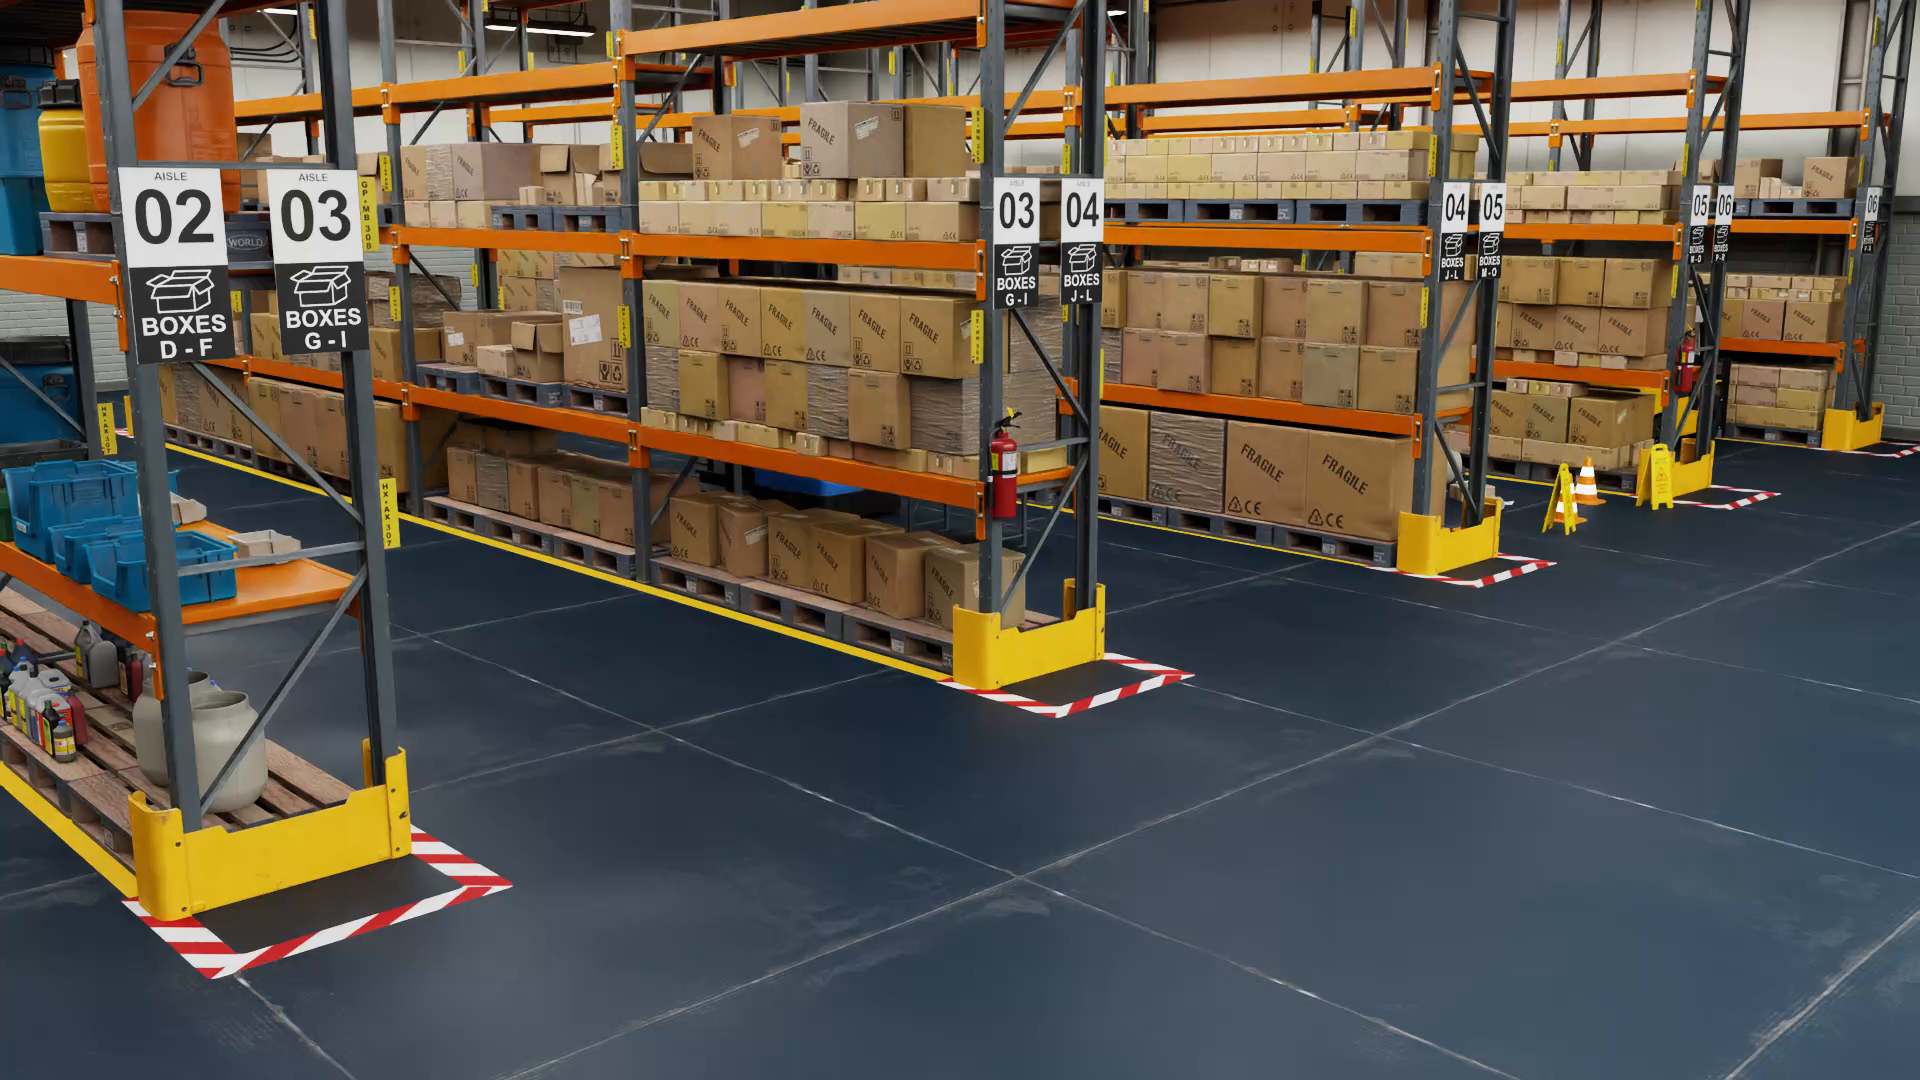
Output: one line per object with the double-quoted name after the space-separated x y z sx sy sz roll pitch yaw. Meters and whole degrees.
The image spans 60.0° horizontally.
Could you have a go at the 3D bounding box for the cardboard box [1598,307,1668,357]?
7.115 -2.217 17.592 0.500 0.500 0.500 -11 16 -44 "cardboard box"

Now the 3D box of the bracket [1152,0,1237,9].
4.982 -8.865 27.057 0.076 0.066 4.783 -11 16 -43 "bracket"

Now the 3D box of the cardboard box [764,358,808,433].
-0.921 -1.089 12.118 0.875 0.500 0.500 -11 16 -43 "cardboard box"

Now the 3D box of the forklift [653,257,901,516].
-1.996 -1.822 16.830 3.031 2.935 1.130 11 16 43 "forklift"

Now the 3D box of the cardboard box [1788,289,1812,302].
10.637 -3.085 20.935 0.380 0.149 0.250 -11 16 -42 "cardboard box"

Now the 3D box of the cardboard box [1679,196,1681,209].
7.535 -3.633 17.653 0.500 0.250 0.500 -11 16 -44 "cardboard box"

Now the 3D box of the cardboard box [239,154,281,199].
-8.349 -4.230 19.380 0.500 0.500 0.700 11 16 42 "cardboard box"

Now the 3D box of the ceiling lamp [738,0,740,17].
-3.307 -10.873 31.257 2.000 3.185 0.800 -11 16 -43 "ceiling lamp"

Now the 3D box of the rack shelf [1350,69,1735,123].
6.308 -4.858 18.318 1.077 0.370 4.000 -11 16 -43 "rack shelf"

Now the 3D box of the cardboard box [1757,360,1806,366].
10.734 -2.191 21.748 0.500 0.250 0.500 -11 16 -42 "cardboard box"

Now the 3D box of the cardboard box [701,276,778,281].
-1.731 -1.841 13.291 0.500 0.500 0.500 -11 16 -43 "cardboard box"

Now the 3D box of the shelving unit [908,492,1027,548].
0.059 -0.722 15.038 0.538 1.500 1.048 -11 16 -43 "shelving unit"

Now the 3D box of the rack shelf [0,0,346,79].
-4.442 -2.592 8.305 1.077 0.370 4.000 -11 16 -43 "rack shelf"

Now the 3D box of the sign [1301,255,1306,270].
5.366 -4.293 25.978 0.100 0.325 0.005 -11 16 -43 "sign"

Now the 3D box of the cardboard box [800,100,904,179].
-0.732 -2.700 11.265 0.500 0.500 0.500 -11 16 -43 "cardboard box"

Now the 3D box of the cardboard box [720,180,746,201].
-1.512 -2.532 12.057 0.380 0.149 0.250 -11 16 -44 "cardboard box"

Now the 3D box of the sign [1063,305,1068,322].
1.031 -2.312 16.365 0.100 0.325 0.005 -11 16 -43 "sign"

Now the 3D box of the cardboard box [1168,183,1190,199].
2.126 -3.213 15.311 0.380 0.149 0.250 -11 16 -43 "cardboard box"

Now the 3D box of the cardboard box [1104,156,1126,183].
1.552 -3.546 15.942 0.500 0.250 0.500 -11 16 -42 "cardboard box"

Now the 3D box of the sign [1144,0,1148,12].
1.835 -5.408 16.490 0.100 0.325 0.005 -11 16 -43 "sign"

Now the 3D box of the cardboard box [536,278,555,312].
-5.686 -3.481 23.729 0.500 0.500 0.500 11 16 44 "cardboard box"

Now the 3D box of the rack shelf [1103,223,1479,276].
2.798 -2.686 15.201 1.077 0.370 4.000 -11 16 -43 "rack shelf"

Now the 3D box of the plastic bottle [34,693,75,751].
-4.800 0.961 8.813 0.152 0.276 0.135 -11 16 -42 "plastic bottle"

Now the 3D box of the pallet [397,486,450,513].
-5.493 -0.528 17.289 1.003 0.211 1.213 -11 16 -43 "pallet"

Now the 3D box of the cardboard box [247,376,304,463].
-7.309 -1.426 18.964 1.225 0.875 0.875 -11 16 -42 "cardboard box"

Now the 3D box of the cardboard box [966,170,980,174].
0.047 -3.766 17.594 0.500 0.311 0.500 11 16 43 "cardboard box"

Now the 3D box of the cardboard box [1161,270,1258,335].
2.384 -2.242 15.653 0.875 0.550 0.550 -11 16 -43 "cardboard box"

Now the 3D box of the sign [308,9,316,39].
-7.381 -5.864 18.899 0.100 0.325 0.005 -11 16 -43 "sign"

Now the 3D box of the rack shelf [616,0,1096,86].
-0.859 -3.477 11.615 1.077 0.370 4.000 -11 16 -43 "rack shelf"

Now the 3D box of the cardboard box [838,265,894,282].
-1.043 -2.916 19.245 0.700 0.500 0.500 -11 16 -43 "cardboard box"

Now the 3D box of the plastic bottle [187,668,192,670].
-4.324 0.852 9.350 0.097 0.271 0.097 0 12 0 "plastic bottle"

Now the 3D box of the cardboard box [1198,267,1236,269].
3.394 -3.374 22.169 0.500 0.500 0.500 10 16 41 "cardboard box"

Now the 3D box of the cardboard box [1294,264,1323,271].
5.510 -4.193 26.879 0.500 0.500 0.500 -10 15 -40 "cardboard box"

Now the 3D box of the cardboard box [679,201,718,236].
-1.746 -2.402 12.414 0.500 0.250 0.500 -11 16 -43 "cardboard box"

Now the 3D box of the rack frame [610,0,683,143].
-4.108 -5.967 21.909 1.000 3.000 0.127 -11 16 -43 "rack frame"

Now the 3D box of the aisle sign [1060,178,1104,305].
0.782 -1.906 10.628 0.394 0.787 0.004 -11 16 -43 "aisle sign"

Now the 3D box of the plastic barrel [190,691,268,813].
-3.570 1.017 8.004 0.421 0.512 0.421 0 12 0 "plastic barrel"

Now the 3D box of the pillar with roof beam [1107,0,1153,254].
0.047 -6.991 26.880 9.100 9.000 0.548 -11 16 -43 "pillar with roof beam"

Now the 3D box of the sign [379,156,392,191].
-5.410 -3.453 15.666 0.100 0.325 0.005 -11 16 -43 "sign"

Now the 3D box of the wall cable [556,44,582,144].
-7.492 -8.046 32.001 0.463 3.000 0.029 -11 16 -43 "wall cable"

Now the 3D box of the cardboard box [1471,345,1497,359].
5.983 -2.131 18.781 0.380 0.149 0.250 -11 16 -43 "cardboard box"

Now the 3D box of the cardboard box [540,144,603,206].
-3.145 -3.129 14.276 0.797 0.503 0.637 -10 15 -40 "cardboard box"

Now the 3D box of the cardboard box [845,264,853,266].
-1.468 -4.377 26.336 0.500 0.500 0.500 -11 16 -43 "cardboard box"

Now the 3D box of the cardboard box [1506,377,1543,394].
6.293 -1.726 18.502 0.380 0.149 0.250 -10 15 -40 "cardboard box"

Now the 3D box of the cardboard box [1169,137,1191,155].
2.128 -3.603 15.229 0.380 0.149 0.250 -11 16 -42 "cardboard box"

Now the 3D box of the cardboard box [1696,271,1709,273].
9.967 -3.533 22.371 0.380 0.149 0.250 -10 15 -41 "cardboard box"

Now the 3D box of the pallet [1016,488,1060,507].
0.829 -0.597 17.625 1.003 0.211 1.213 -11 16 -43 "pallet"

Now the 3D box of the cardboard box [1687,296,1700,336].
9.686 -2.981 22.040 0.500 0.500 0.500 -11 16 -42 "cardboard box"

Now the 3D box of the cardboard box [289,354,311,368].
-6.935 -2.152 18.016 0.500 0.500 0.500 11 16 44 "cardboard box"

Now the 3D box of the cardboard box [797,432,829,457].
-0.936 -0.695 11.810 0.380 0.149 0.250 -11 16 -43 "cardboard box"

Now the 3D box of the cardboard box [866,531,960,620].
-0.335 0.242 11.795 0.500 0.500 0.500 -6 13 -28 "cardboard box"

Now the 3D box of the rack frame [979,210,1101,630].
0.522 -0.600 10.731 1.000 3.000 0.127 -11 16 -43 "rack frame"

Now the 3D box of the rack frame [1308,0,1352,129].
5.752 -6.780 25.855 1.000 3.000 0.127 -11 16 -43 "rack frame"

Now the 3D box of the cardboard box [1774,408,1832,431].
10.724 -1.557 21.148 0.500 0.250 0.500 -11 16 -42 "cardboard box"

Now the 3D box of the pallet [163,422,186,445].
-9.919 -1.464 21.833 1.003 0.211 1.213 -11 16 -43 "pallet"

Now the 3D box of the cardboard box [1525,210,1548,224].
6.377 -3.531 18.146 0.250 0.149 0.380 11 16 44 "cardboard box"

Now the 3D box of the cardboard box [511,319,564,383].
-3.504 -1.681 14.677 0.797 0.503 0.637 -9 15 -37 "cardboard box"

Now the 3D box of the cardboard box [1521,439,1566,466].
6.585 -0.998 18.432 0.500 0.250 0.500 -11 16 -42 "cardboard box"
